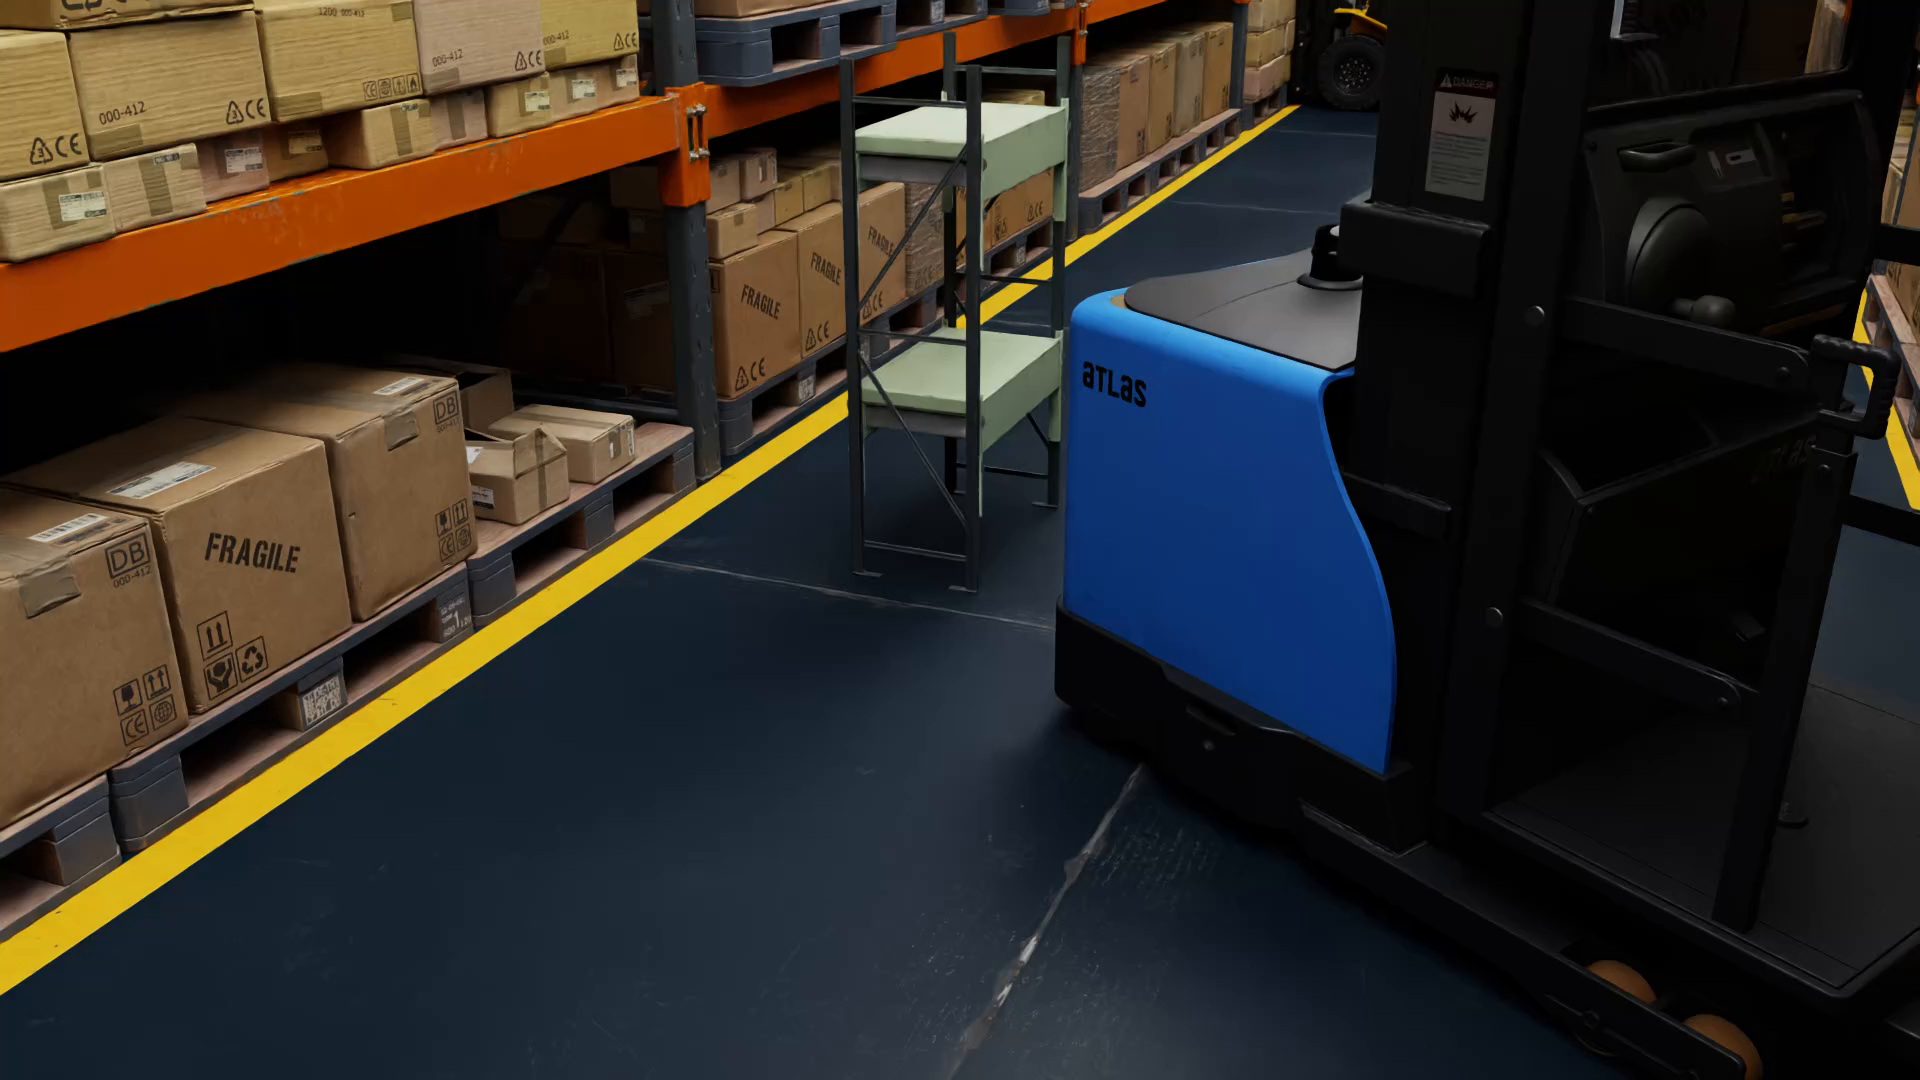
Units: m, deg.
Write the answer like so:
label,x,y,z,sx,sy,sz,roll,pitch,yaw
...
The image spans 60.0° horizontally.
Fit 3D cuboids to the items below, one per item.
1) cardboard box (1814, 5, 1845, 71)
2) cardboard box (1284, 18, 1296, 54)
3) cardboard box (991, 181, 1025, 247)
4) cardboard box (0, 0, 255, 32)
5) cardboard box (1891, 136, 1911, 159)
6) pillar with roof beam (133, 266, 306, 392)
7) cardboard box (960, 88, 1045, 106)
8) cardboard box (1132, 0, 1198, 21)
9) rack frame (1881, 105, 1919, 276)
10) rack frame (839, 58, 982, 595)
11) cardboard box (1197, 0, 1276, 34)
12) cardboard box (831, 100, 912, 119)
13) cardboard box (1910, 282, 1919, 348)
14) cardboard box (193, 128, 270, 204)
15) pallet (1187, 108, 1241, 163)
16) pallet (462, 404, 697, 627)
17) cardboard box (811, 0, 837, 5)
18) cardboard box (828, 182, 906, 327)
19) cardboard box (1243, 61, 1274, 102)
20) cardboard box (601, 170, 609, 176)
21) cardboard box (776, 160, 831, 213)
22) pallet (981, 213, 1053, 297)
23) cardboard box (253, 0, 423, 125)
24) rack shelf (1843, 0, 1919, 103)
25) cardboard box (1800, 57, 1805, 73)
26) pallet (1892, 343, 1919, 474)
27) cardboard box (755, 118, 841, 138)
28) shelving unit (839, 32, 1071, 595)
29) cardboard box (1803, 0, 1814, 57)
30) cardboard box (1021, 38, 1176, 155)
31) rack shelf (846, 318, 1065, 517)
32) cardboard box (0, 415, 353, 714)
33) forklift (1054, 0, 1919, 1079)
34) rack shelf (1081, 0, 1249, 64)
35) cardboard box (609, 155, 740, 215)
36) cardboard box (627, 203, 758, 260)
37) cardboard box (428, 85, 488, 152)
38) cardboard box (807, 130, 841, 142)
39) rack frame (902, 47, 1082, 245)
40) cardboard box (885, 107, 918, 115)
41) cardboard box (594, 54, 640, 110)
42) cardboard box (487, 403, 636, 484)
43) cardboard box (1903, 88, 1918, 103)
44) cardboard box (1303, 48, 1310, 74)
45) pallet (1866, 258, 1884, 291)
label,x,y,z,sx,sy,sz,roll,pitch,yaw
cardboard box,6.420,-3.527,11.851,0.500,0.500,0.500,9,24,21
cardboard box,2.501,-4.176,13.730,0.500,0.250,0.500,9,24,20
cardboard box,0.013,-1.782,8.322,0.500,0.500,0.500,8,24,19
cardboard box,-1.830,-1.313,3.338,0.500,0.500,0.500,9,24,21
cardboard box,5.262,-1.839,8.626,0.950,0.372,0.625,8,24,19
pillar with roof beam,1.582,-3.702,2.436,9.100,9.000,0.400,9,24,20
cardboard box,0.218,-2.228,8.549,0.380,0.149,0.250,8,24,17
cardboard box,1.655,-4.123,12.954,0.500,0.250,0.500,9,24,21
rack frame,4.776,-2.392,7.085,1.000,3.000,0.127,9,24,20
rack frame,-0.133,-0.563,4.653,0.400,1.500,0.023,9,24,20
cardboard box,2.123,-4.047,12.773,0.500,0.250,0.500,8,24,19
cardboard box,-0.458,-2.107,8.260,0.380,0.149,0.250,9,24,21
cardboard box,4.107,-1.051,6.087,0.875,0.875,0.875,9,24,21
cardboard box,-1.793,-0.854,3.729,0.380,0.149,0.250,9,24,20
pallet,1.415,-2.977,12.102,1.003,0.211,1.213,9,24,20
pallet,-1.576,-0.137,5.305,1.003,0.211,1.213,9,24,20
cardboard box,-0.740,-2.236,6.037,0.700,0.500,0.500,9,24,21
cardboard box,-0.553,-1.221,6.980,0.500,0.500,0.500,8,24,18
cardboard box,2.139,-3.583,12.960,0.500,0.250,0.500,9,24,21
cardboard box,-1.275,-1.366,6.484,0.380,0.149,0.250,9,24,21
cardboard box,-0.734,-1.403,6.575,0.380,0.149,0.250,8,24,19
pallet,-0.146,-1.553,8.694,1.003,0.211,1.213,9,24,20
cardboard box,-1.652,-1.163,3.951,0.500,0.250,0.500,9,24,20
rack shelf,5.519,-2.776,8.937,1.077,0.370,4.000,9,24,20
cardboard box,6.995,-3.749,13.356,0.500,0.250,0.500,10,25,22
pallet,3.959,-0.399,5.931,1.003,0.211,1.213,9,24,20
cardboard box,-0.748,-1.828,7.592,0.380,0.149,0.250,9,24,20
shelving unit,0.002,-0.694,4.967,0.431,1.500,0.755,9,24,20
cardboard box,6.993,-4.080,13.177,0.500,0.500,0.500,8,24,18
cardboard box,0.896,-2.896,10.829,0.875,0.625,0.625,8,24,18
rack shelf,0.002,-0.394,5.092,0.431,0.370,0.720,9,24,20
cardboard box,-1.847,0.041,3.959,0.500,0.500,0.500,9,24,21
forklift,1.525,-0.575,2.823,1.130,2.935,3.031,-16,28,-34
rack shelf,0.909,-3.485,10.635,1.077,0.370,4.000,9,24,20
cardboard box,-0.996,-1.246,5.811,0.380,0.149,0.250,8,24,19
cardboard box,-0.939,-1.100,5.848,0.380,0.149,0.250,10,25,23
cardboard box,-1.477,-1.121,4.368,0.380,0.149,0.250,9,24,21
cardboard box,-0.439,-1.677,7.229,0.380,0.149,0.250,9,24,20
rack frame,0.166,-3.101,8.783,1.000,3.000,0.127,9,24,20
cardboard box,-0.134,-1.950,7.883,0.380,0.149,0.250,10,24,22
cardboard box,-1.203,-1.404,5.045,0.380,0.149,0.250,9,24,21
cardboard box,-1.254,-0.307,5.246,0.380,0.149,0.250,8,24,18
cardboard box,6.069,-2.617,10.487,0.950,0.372,0.625,9,24,21
cardboard box,2.697,-4.132,14.274,0.500,0.250,0.500,10,25,22
pallet,5.068,-1.385,8.291,1.003,0.211,1.213,9,24,20
